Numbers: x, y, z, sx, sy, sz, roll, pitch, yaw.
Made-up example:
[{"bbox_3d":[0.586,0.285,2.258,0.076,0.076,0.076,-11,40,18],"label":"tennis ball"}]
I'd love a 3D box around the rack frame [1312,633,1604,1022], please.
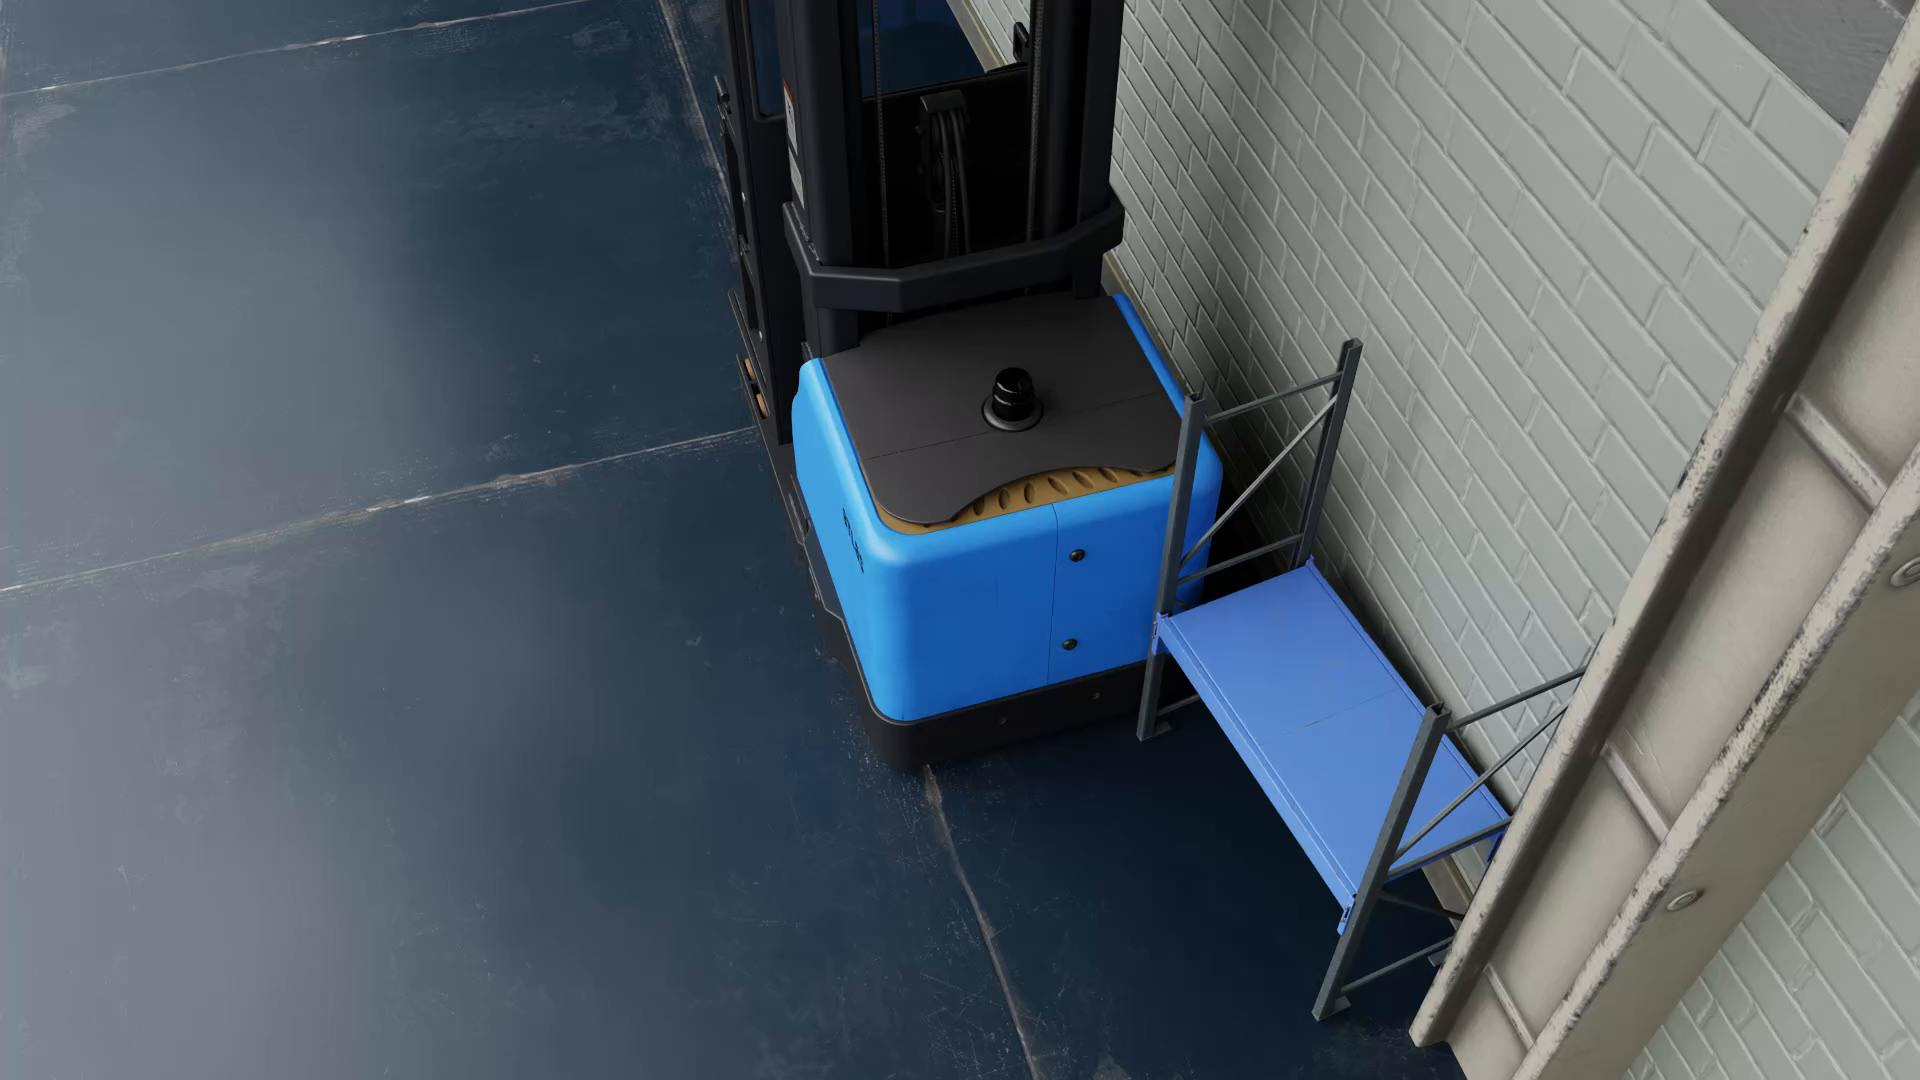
[{"bbox_3d":[1.214,0.765,4.124,0.500,1.500,0.032,-19,53,-16],"label":"rack frame"}]

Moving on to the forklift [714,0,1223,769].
[{"bbox_3d":[-0.189,-1.404,5.017,1.130,2.935,3.031,-14,51,-11],"label":"forklift"}]

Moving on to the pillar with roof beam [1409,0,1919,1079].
[{"bbox_3d":[-2.666,-0.462,0.254,9.100,9.000,0.400,-13,51,-11],"label":"pillar with roof beam"}]

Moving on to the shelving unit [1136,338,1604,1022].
[{"bbox_3d":[1.001,0.412,4.422,0.538,1.500,1.048,-19,53,-16],"label":"shelving unit"}]

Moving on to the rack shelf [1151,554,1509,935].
[{"bbox_3d":[1.001,0.528,4.559,0.538,0.185,1.000,-19,53,-16],"label":"rack shelf"}]

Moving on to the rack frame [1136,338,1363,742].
[{"bbox_3d":[0.787,0.059,4.719,0.500,1.500,0.032,-19,53,-16],"label":"rack frame"}]
